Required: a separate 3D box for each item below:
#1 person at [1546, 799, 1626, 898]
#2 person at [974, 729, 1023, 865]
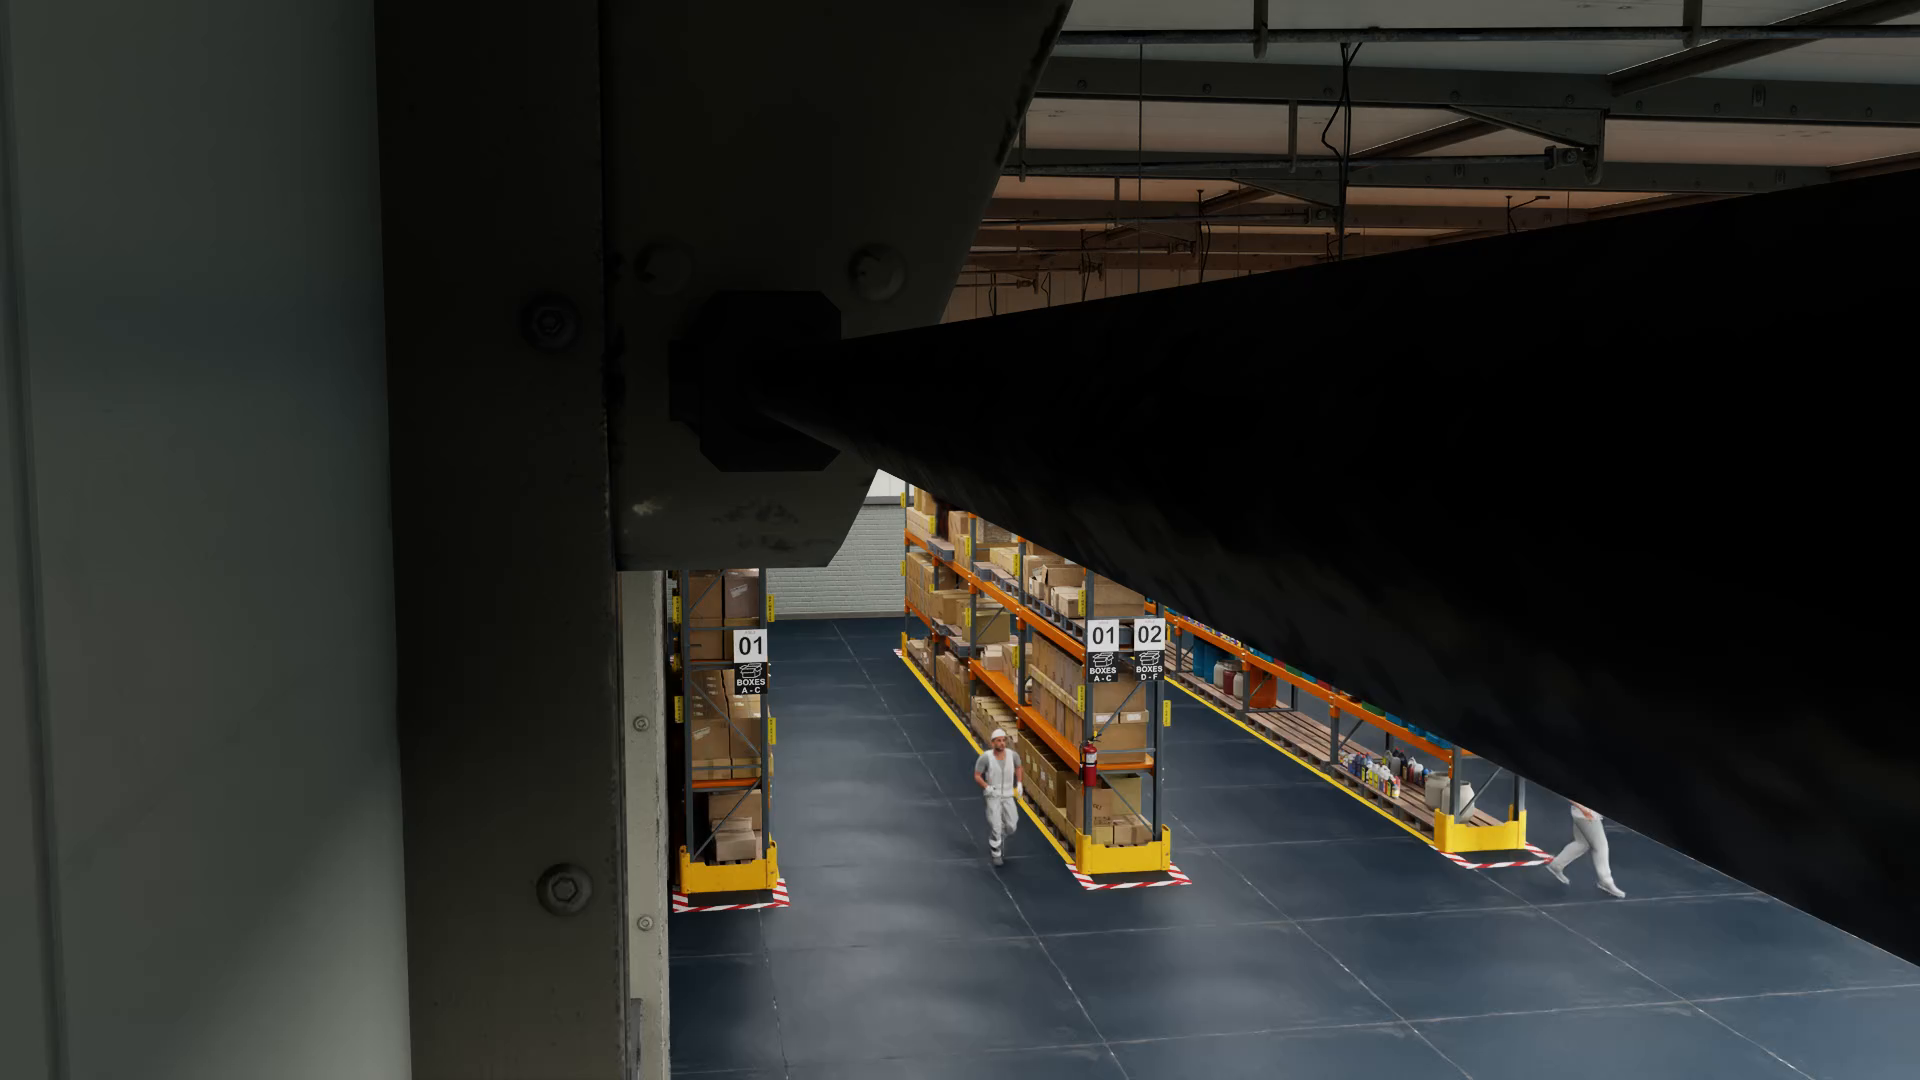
[{"bbox_3d":[7.619,3.354,20.150,0.888,1.805,0.692,2,6,19],"label":"person"},{"bbox_3d":[0.515,3.267,21.206,0.690,1.746,0.619,-2,6,-18],"label":"person"}]
